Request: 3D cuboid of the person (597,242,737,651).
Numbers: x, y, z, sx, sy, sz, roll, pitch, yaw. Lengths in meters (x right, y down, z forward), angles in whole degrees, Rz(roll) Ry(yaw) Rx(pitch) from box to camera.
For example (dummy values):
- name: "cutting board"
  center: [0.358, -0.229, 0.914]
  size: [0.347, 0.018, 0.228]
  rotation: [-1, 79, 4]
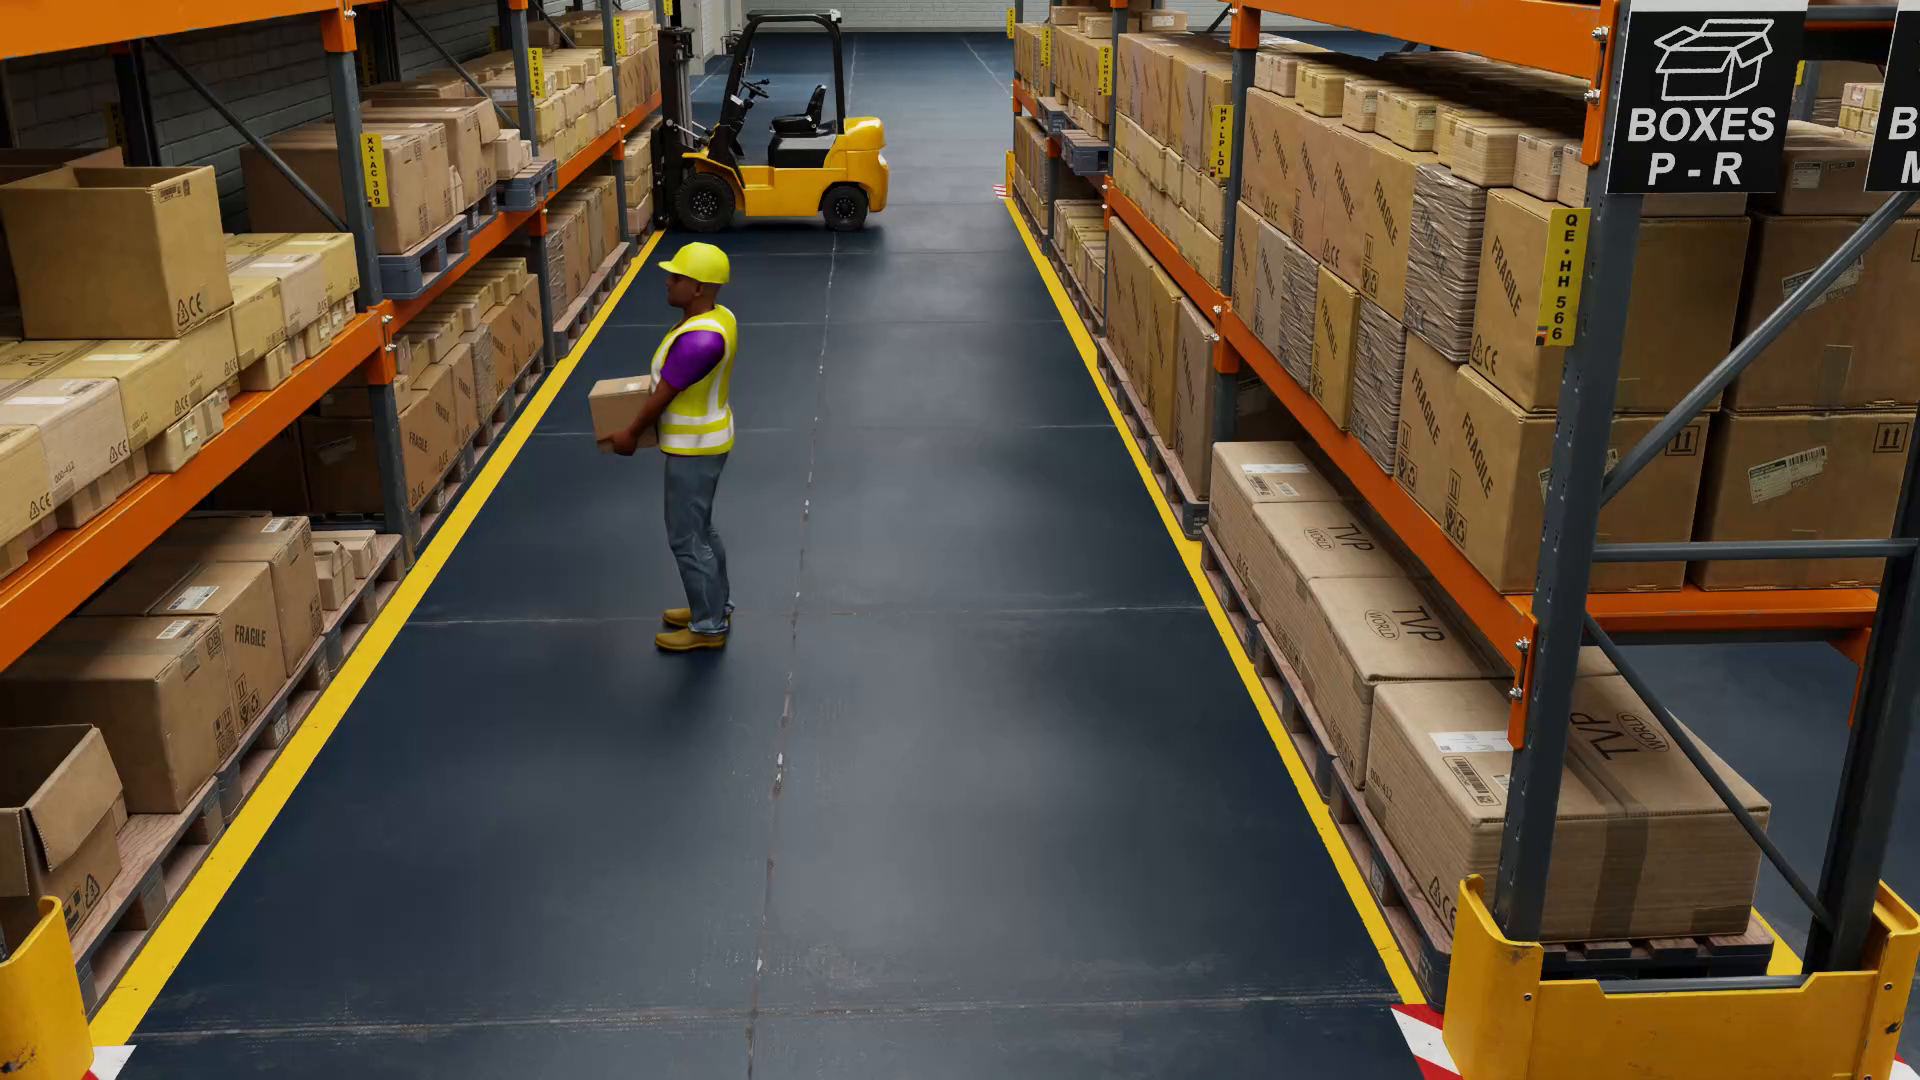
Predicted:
- name: "person"
  center: [-1.234, -0.392, 7.113]
  size: [0.587, 1.761, 0.502]
  rotation: [-1, 20, -3]
